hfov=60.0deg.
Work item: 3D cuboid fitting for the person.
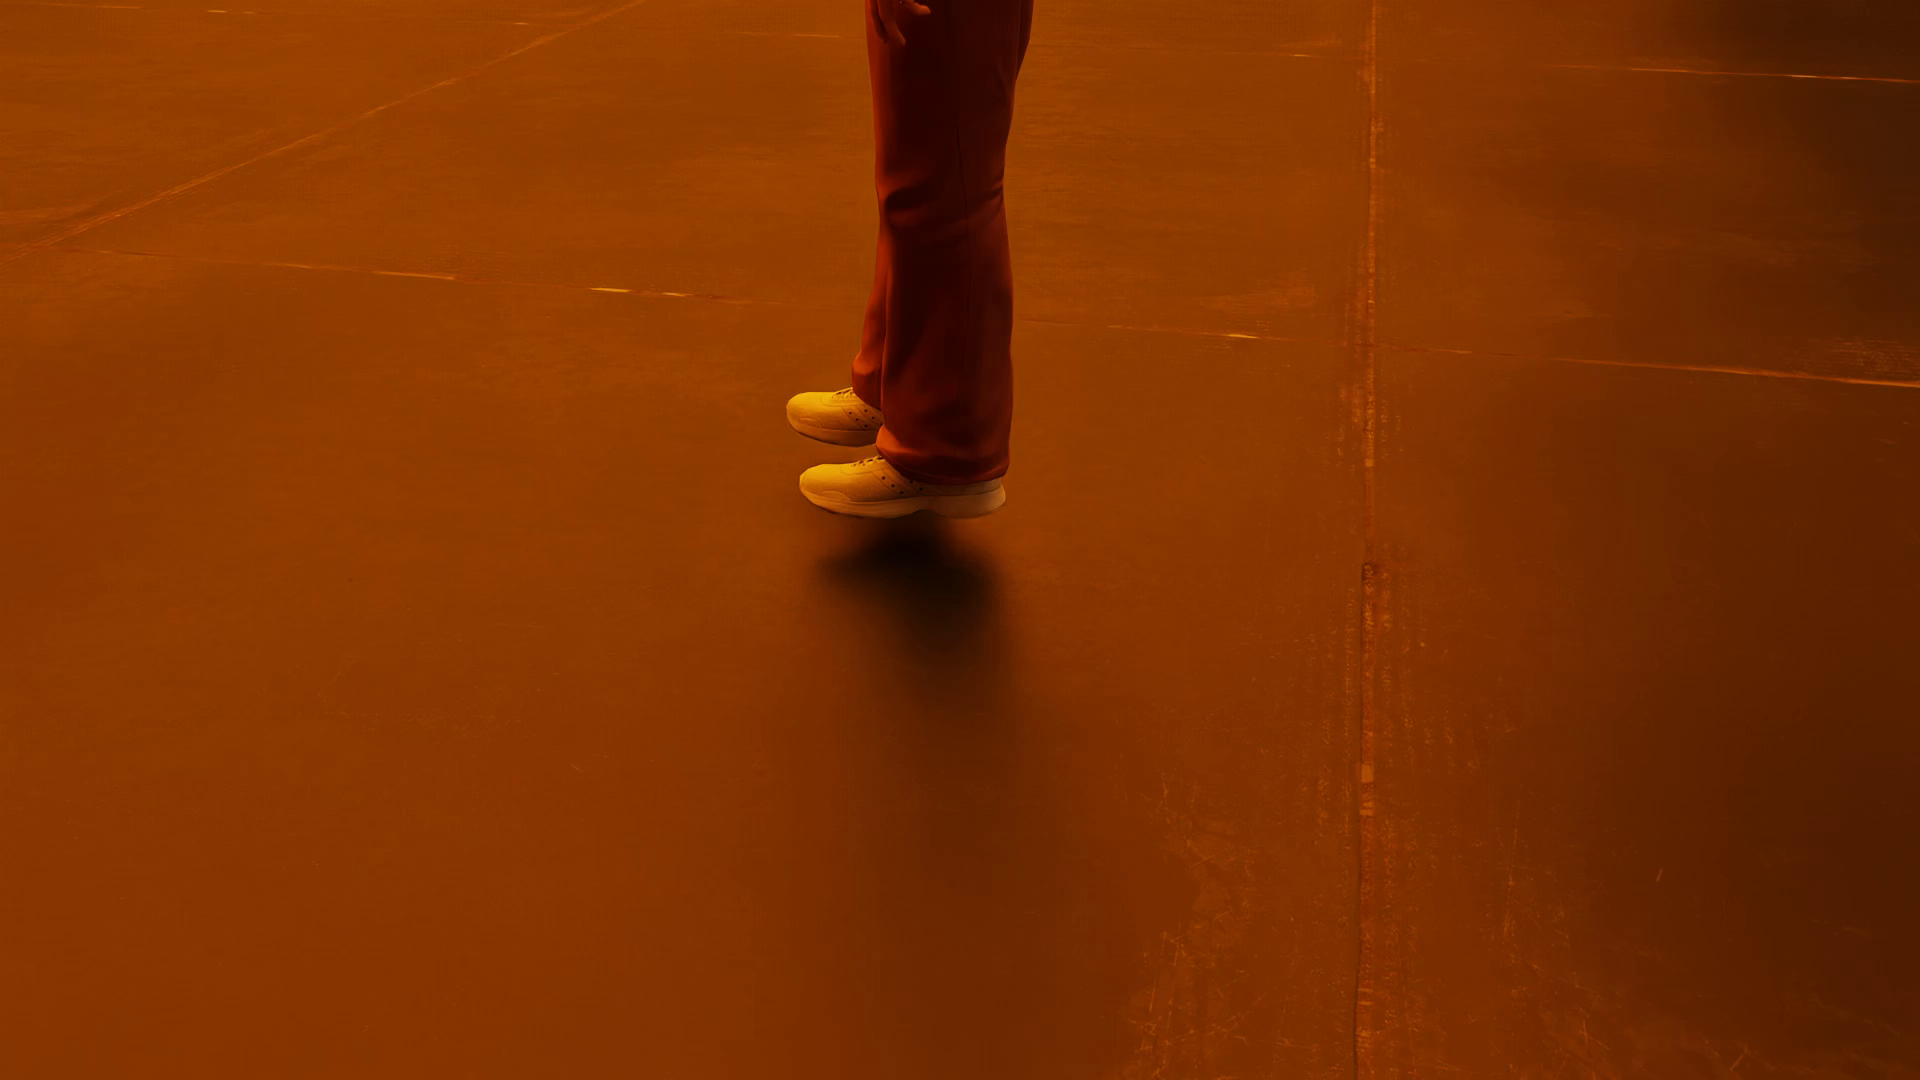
[{"bbox_3d":[-0.070,-0.803,2.126,0.547,1.673,0.553,6,27,11],"label":"person"}]
